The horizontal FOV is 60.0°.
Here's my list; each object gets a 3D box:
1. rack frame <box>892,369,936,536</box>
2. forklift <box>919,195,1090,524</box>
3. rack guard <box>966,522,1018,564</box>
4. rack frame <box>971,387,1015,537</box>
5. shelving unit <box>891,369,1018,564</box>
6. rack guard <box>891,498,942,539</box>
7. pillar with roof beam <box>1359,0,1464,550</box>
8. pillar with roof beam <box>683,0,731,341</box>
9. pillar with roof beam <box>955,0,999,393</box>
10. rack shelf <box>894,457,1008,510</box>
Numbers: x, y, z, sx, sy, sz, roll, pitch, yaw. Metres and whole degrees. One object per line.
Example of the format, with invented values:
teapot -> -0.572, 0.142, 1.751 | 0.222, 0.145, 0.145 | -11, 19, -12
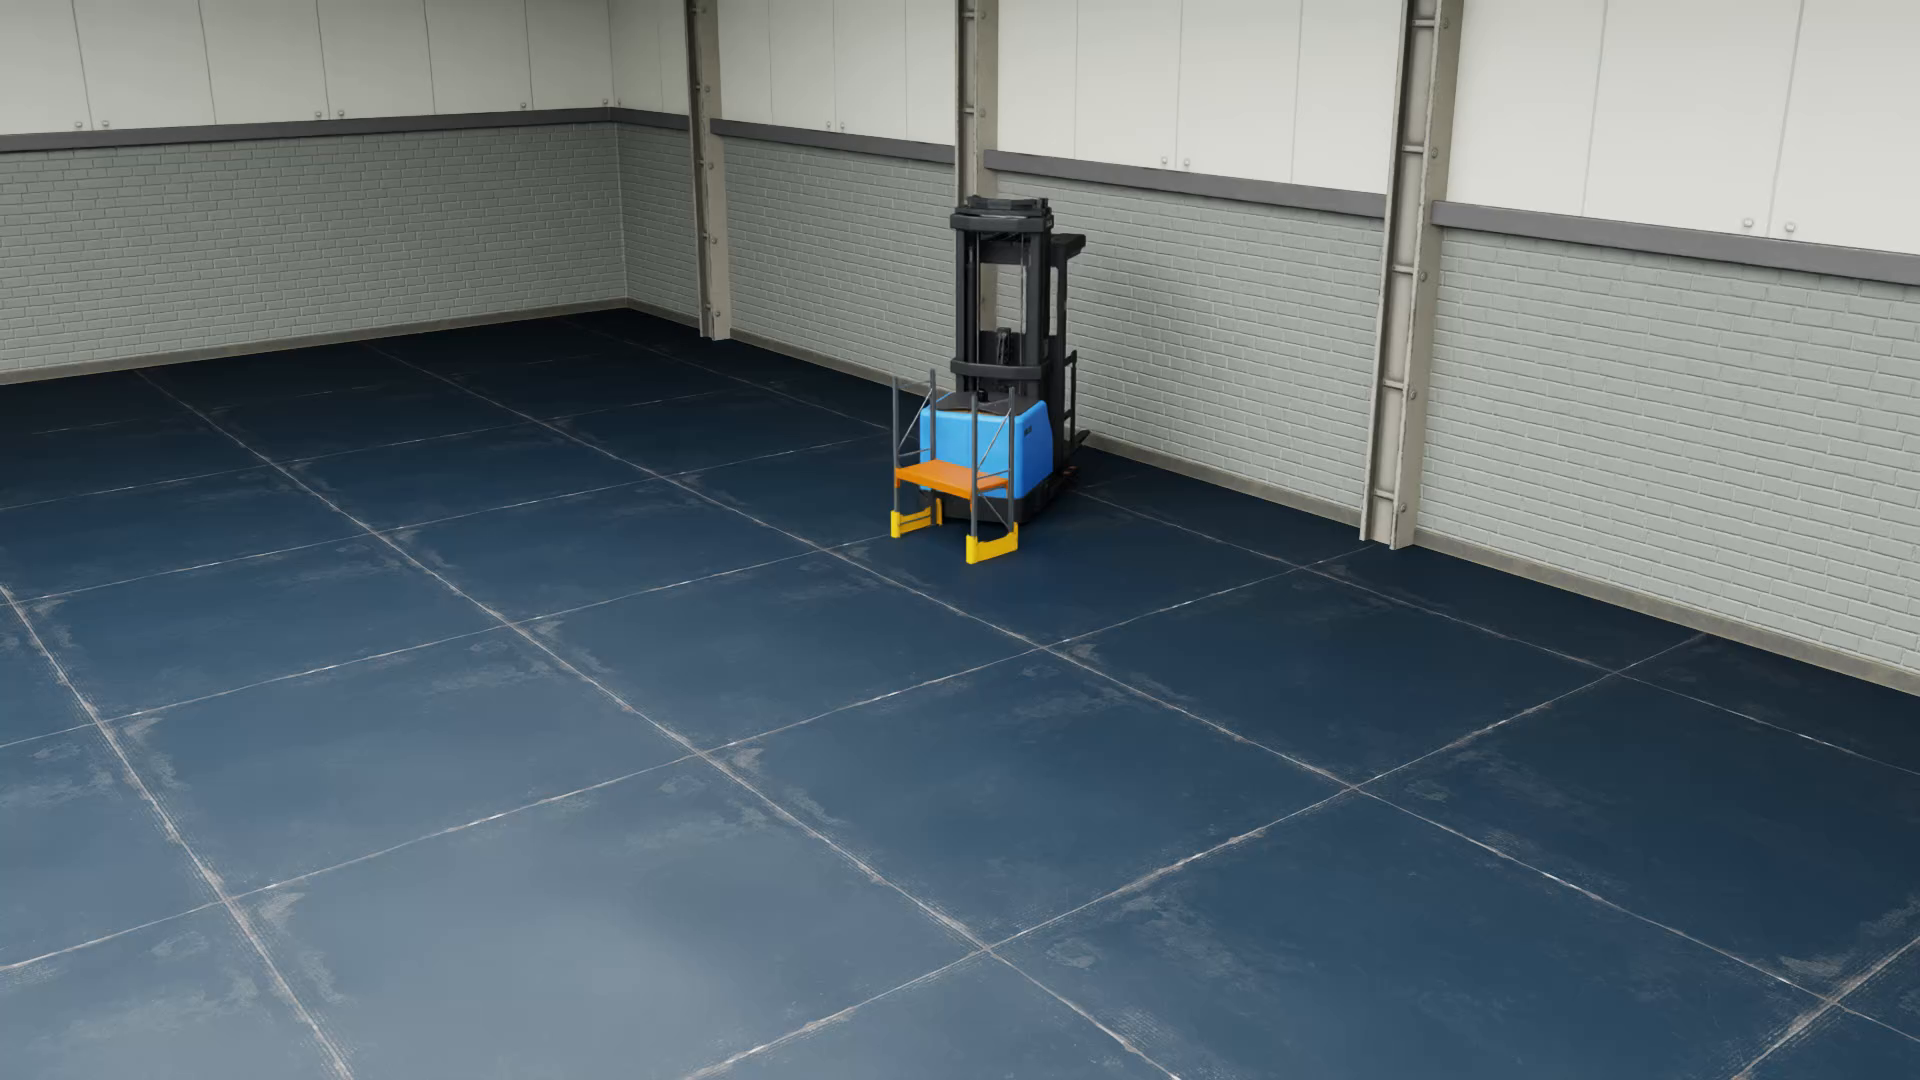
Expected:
rack frame -> -0.415, -0.799, 15.277 | 0.500, 1.500, 0.032 | -17, 25, -41
forklift -> 0.588, -1.964, 16.519 | 1.130, 2.935, 3.031 | 7, 19, 19
rack guard -> 0.289, 0.024, 14.779 | 0.587, 0.250, 0.087 | -17, 25, -41
rack frame -> 0.290, -0.569, 14.582 | 0.500, 1.500, 0.032 | -17, 25, -41
shelving unit -> -0.056, -0.682, 14.923 | 0.587, 1.500, 1.083 | -17, 25, -41
rack guard -> -0.402, -0.201, 15.461 | 0.587, 0.250, 0.087 | -17, 25, -41
pillar with roof beam -> 0.533, -3.421, 11.265 | 9.100, 9.000, 0.400 | -14, 23, -36
pillar with roof beam -> -6.917, -6.378, 20.195 | 9.100, 9.000, 0.400 | -14, 23, -36
pillar with roof beam -> -3.192, -4.899, 15.730 | 9.100, 9.000, 0.400 | -14, 23, -36
rack shelf -> -0.063, -0.513, 14.986 | 0.538, 0.185, 1.000 | -17, 25, -41
